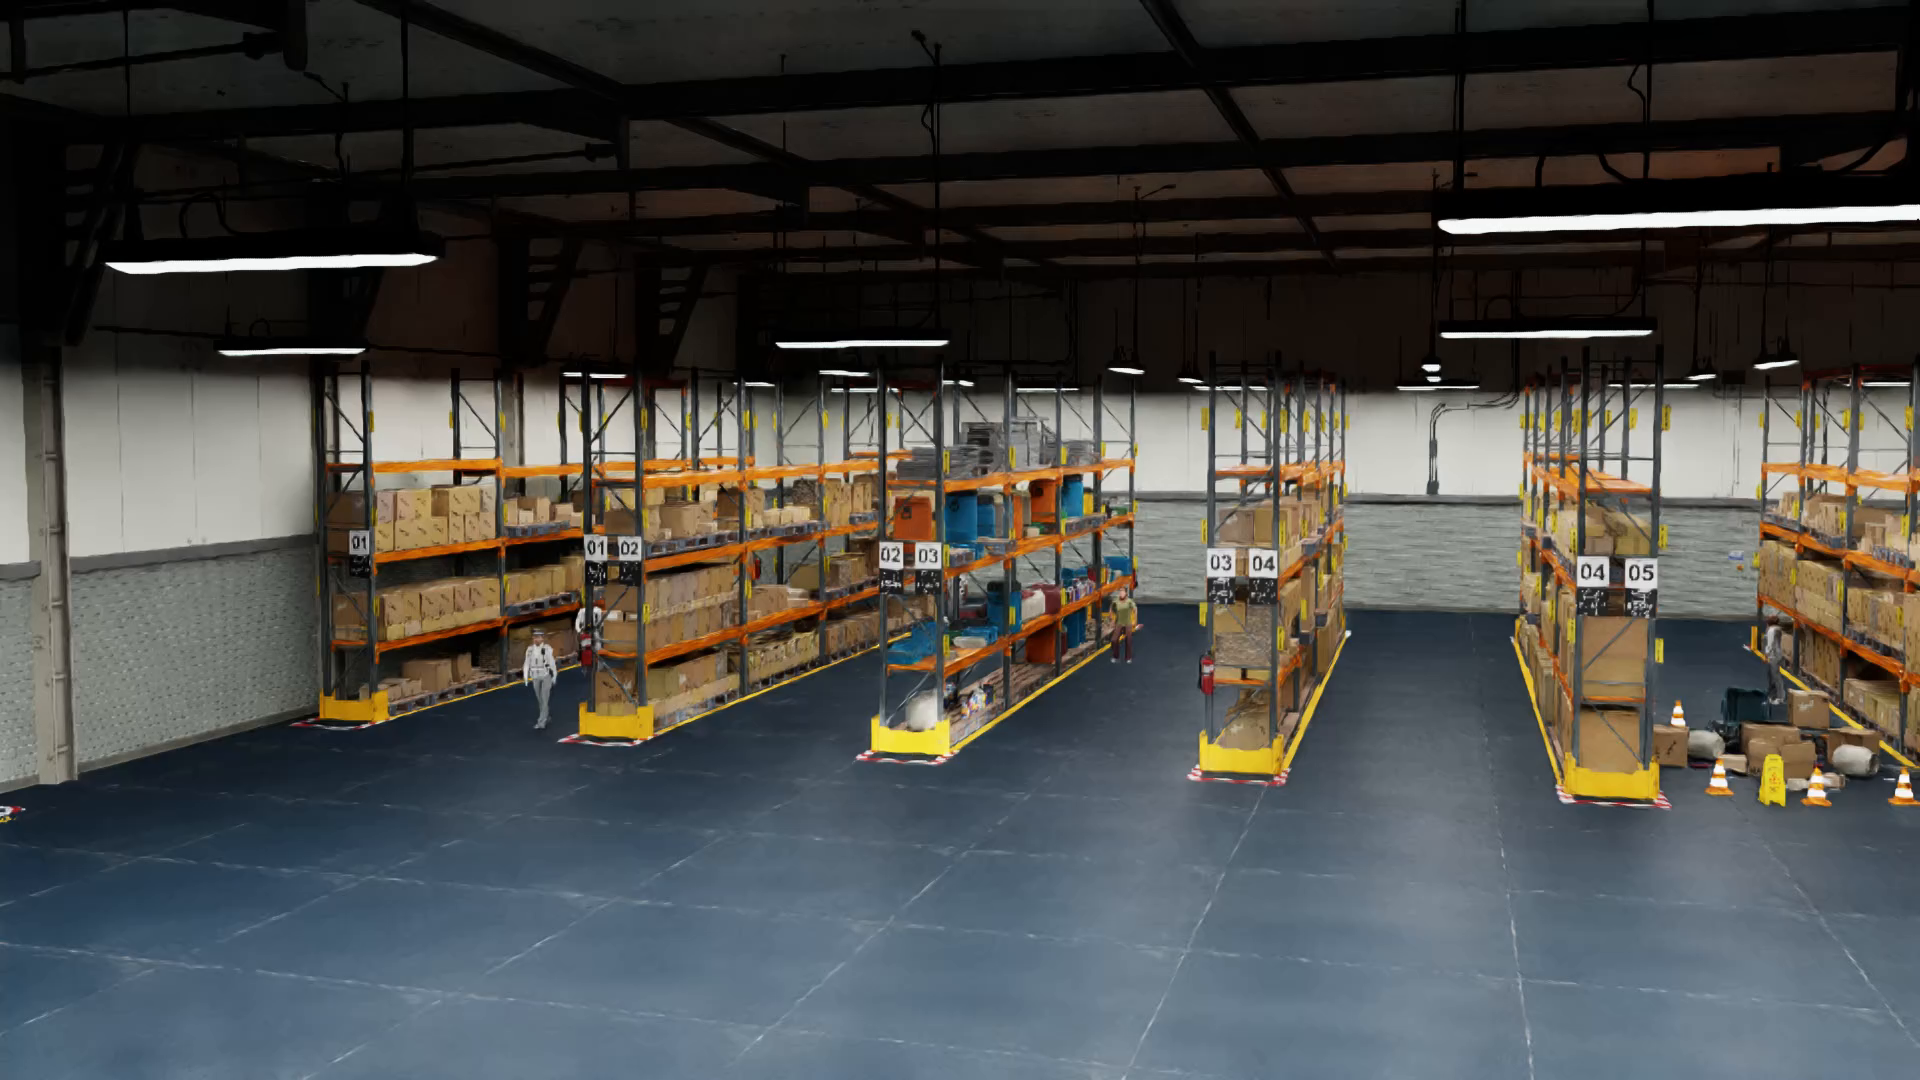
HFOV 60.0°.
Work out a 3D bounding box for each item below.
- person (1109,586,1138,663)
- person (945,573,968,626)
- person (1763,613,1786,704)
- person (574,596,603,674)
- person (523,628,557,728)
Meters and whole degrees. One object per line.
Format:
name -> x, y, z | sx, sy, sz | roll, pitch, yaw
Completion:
person -> 3.371, 1.746, 34.366 | 0.598, 1.619, 0.507 | 1, 4, 14
person -> -0.088, 1.352, 39.821 | 0.592, 1.629, 0.526 | 1, 4, 14
person -> 14.413, 2.085, 29.519 | 0.532, 1.588, 0.535 | 3, 5, 39
person -> -7.217, 1.859, 32.620 | 0.630, 1.604, 0.811 | 0, 4, -1
person -> -6.895, 2.230, 27.222 | 0.461, 1.621, 0.994 | 1, 4, 9
